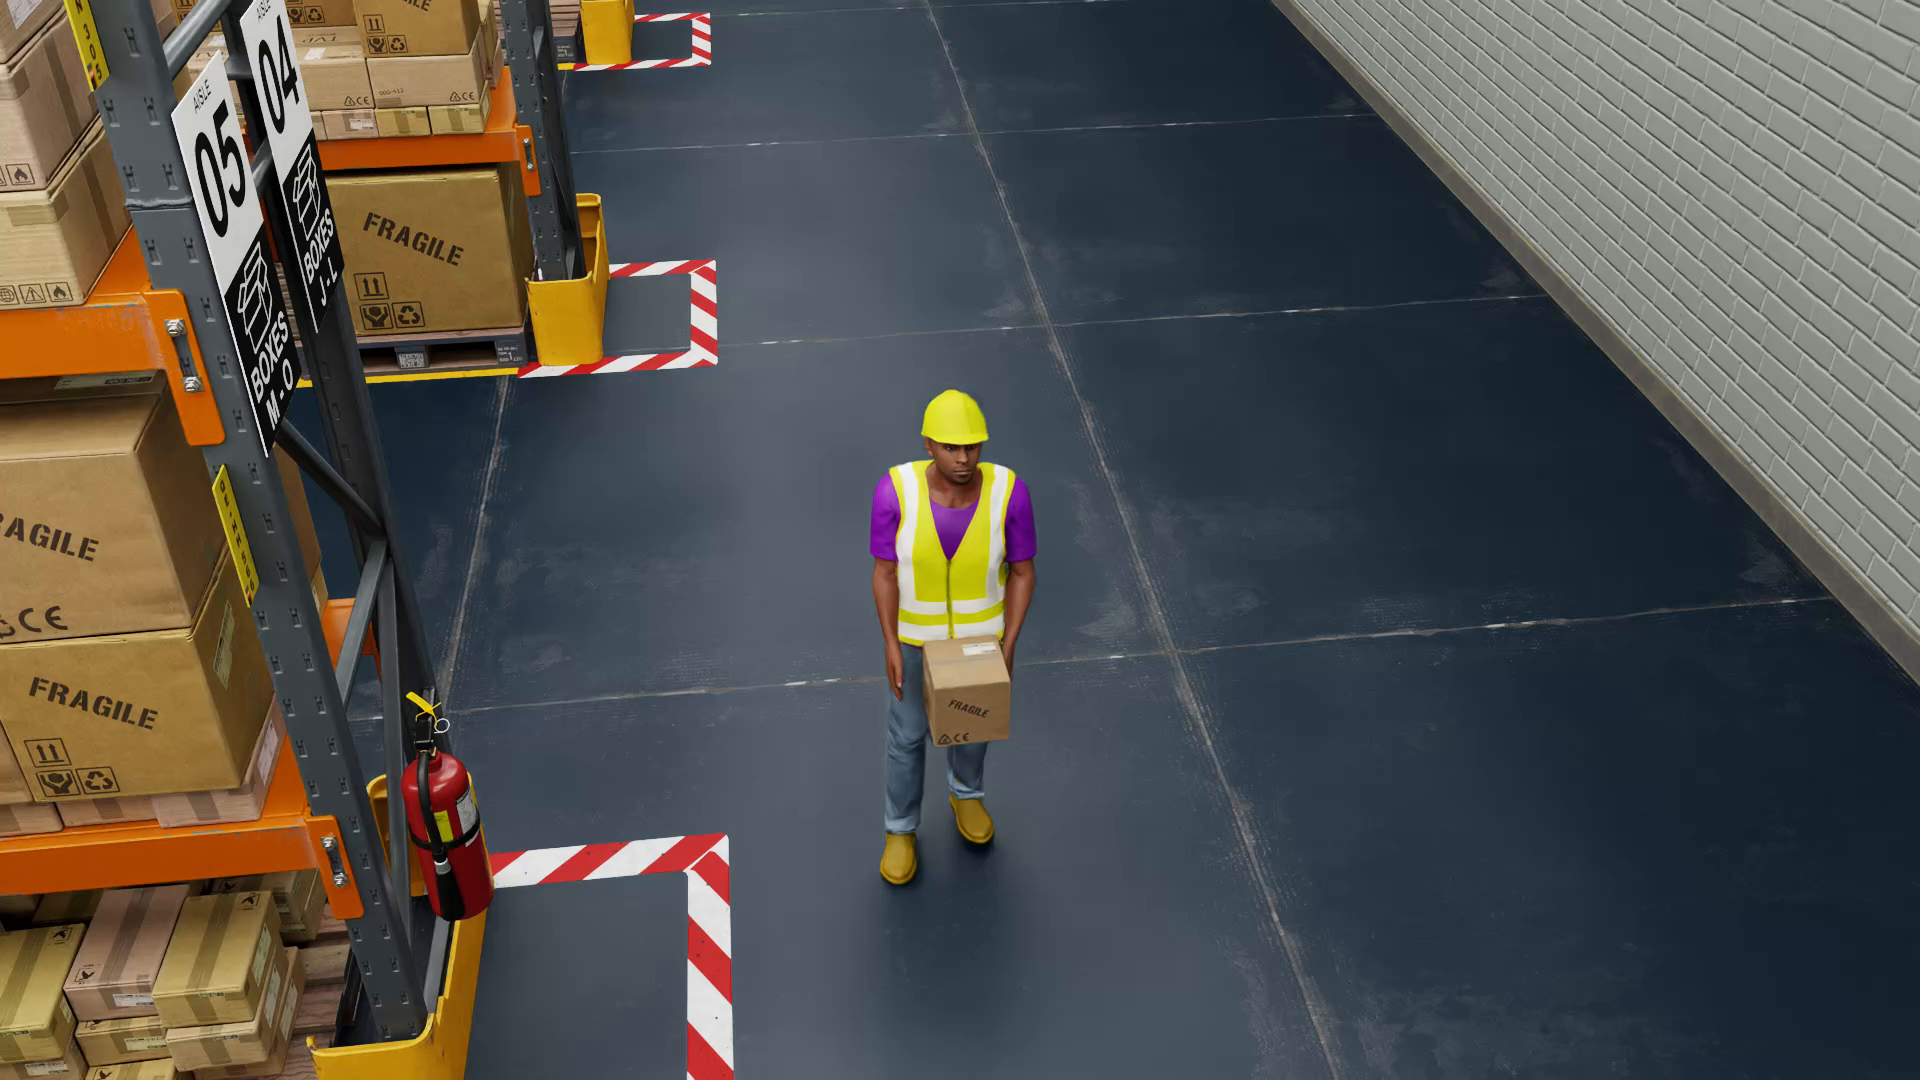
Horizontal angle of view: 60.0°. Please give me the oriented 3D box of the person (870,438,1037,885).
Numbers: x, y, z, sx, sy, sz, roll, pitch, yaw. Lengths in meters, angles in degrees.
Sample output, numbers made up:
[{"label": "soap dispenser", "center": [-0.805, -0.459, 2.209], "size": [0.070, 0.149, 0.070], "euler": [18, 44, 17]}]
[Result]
[{"label": "person", "center": [-0.019, 0.366, 5.615], "size": [0.571, 1.734, 0.549], "euler": [-3, 35, -4]}]
